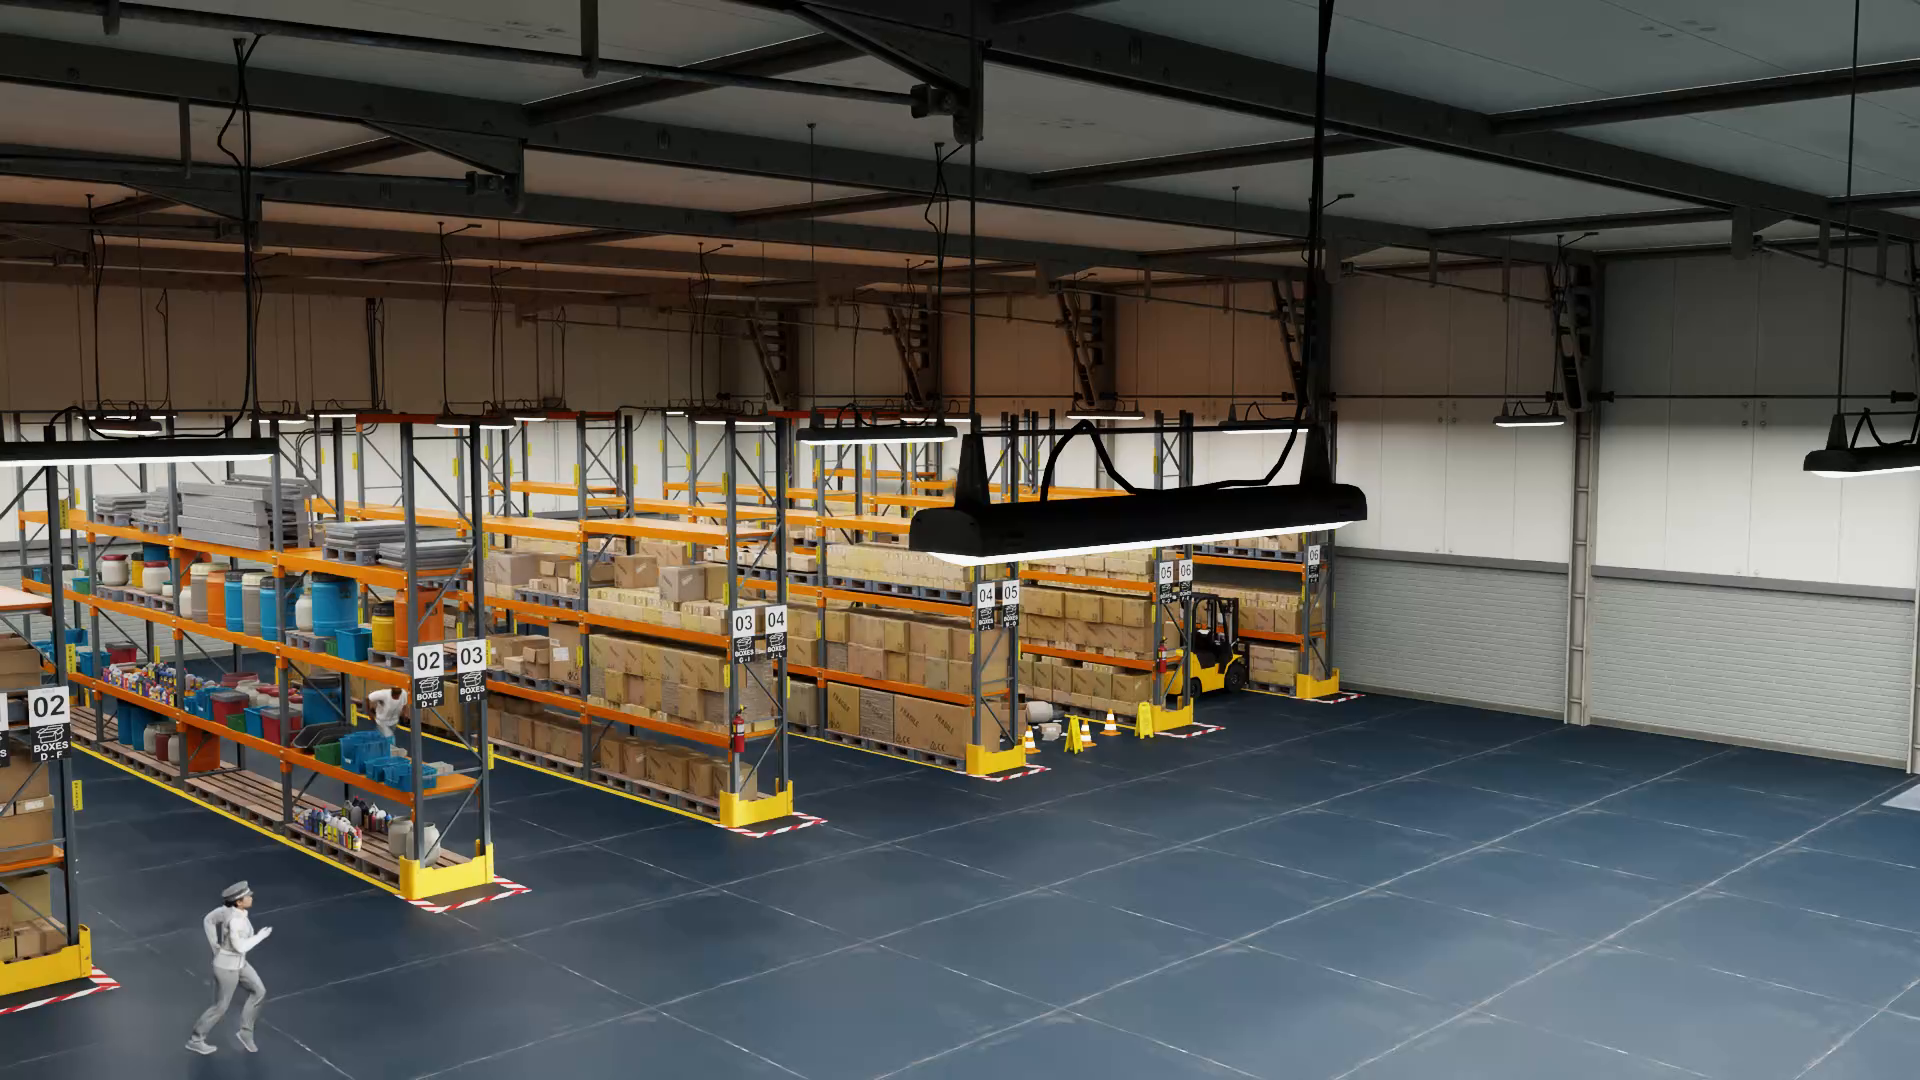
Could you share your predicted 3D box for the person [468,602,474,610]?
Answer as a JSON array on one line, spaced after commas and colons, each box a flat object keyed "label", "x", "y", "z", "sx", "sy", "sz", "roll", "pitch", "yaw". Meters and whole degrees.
[{"label": "person", "x": -10.941, "y": 2.227, "z": 37.332, "sx": 0.732, "sy": 1.749, "sz": 0.633, "roll": -3, "pitch": 6, "yaw": -33}]

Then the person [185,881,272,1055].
[{"label": "person", "x": -6.996, "y": 4.124, "z": 15.896, "sx": 0.801, "sy": 1.737, "sz": 0.582, "roll": -2, "pitch": 5, "yaw": -19}]

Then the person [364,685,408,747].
[{"label": "person", "x": -9.613, "y": 3.104, "z": 27.795, "sx": 1.061, "sy": 1.715, "sz": 0.746, "roll": 4, "pitch": 6, "yaw": 40}]
